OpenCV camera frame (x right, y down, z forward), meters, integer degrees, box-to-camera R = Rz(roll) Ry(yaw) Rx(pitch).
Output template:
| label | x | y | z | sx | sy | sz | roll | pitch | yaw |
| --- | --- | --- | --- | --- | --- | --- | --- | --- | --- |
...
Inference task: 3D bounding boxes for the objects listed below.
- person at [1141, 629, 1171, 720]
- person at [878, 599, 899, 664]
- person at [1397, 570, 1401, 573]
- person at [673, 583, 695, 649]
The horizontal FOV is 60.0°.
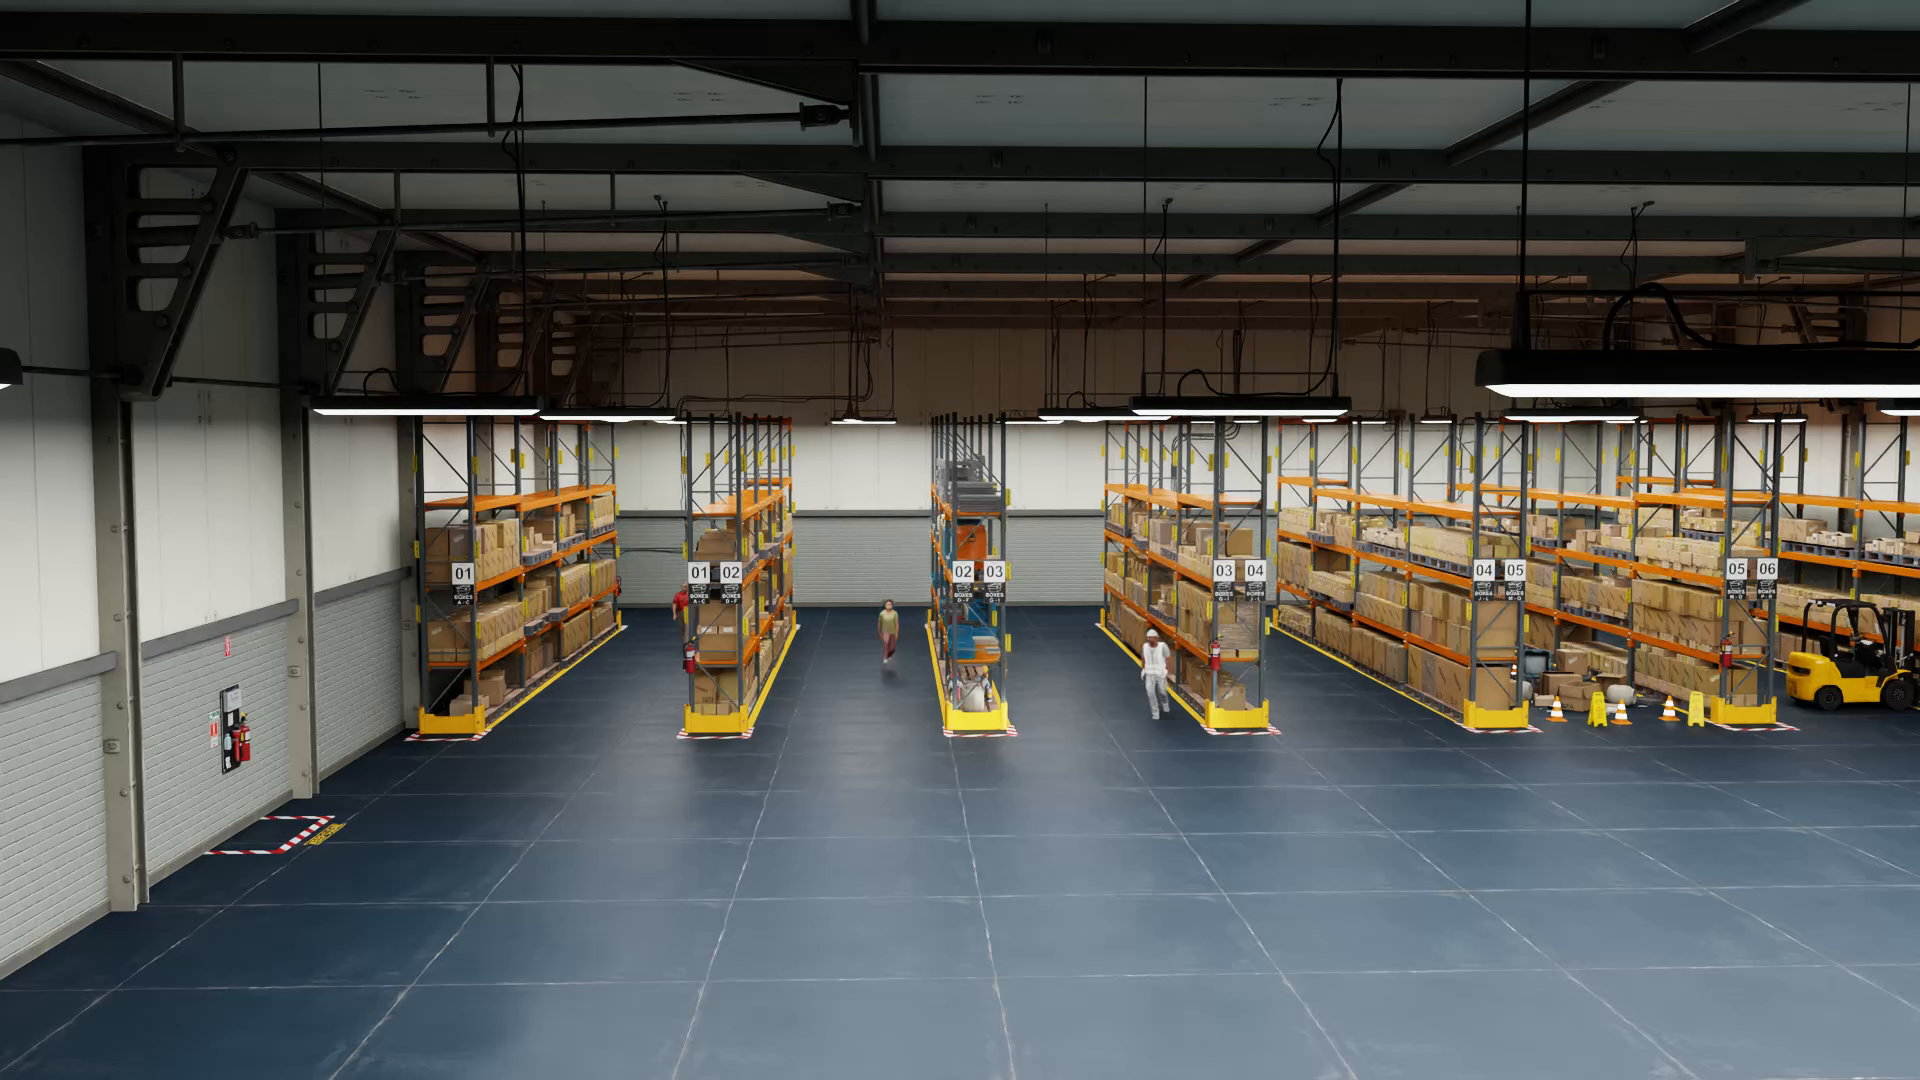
| label | x | y | z | sx | sy | sz | roll | pitch | yaw |
| --- | --- | --- | --- | --- | --- | --- | --- | --- | --- |
| person | 3.861 | 2.623 | 32.757 | 0.607 | 1.753 | 0.665 | 1 | 4 | 17 |
| person | -1.638 | 2.099 | 38.553 | 0.463 | 1.444 | 0.988 | -1 | 4 | -16 |
| person | 12.052 | 1.738 | 45.787 | 0.611 | 1.720 | 0.491 | -3 | 5 | -34 |
| person | -7.155 | 1.940 | 42.909 | 0.507 | 1.663 | 1.024 | 0 | 4 | 3 |
